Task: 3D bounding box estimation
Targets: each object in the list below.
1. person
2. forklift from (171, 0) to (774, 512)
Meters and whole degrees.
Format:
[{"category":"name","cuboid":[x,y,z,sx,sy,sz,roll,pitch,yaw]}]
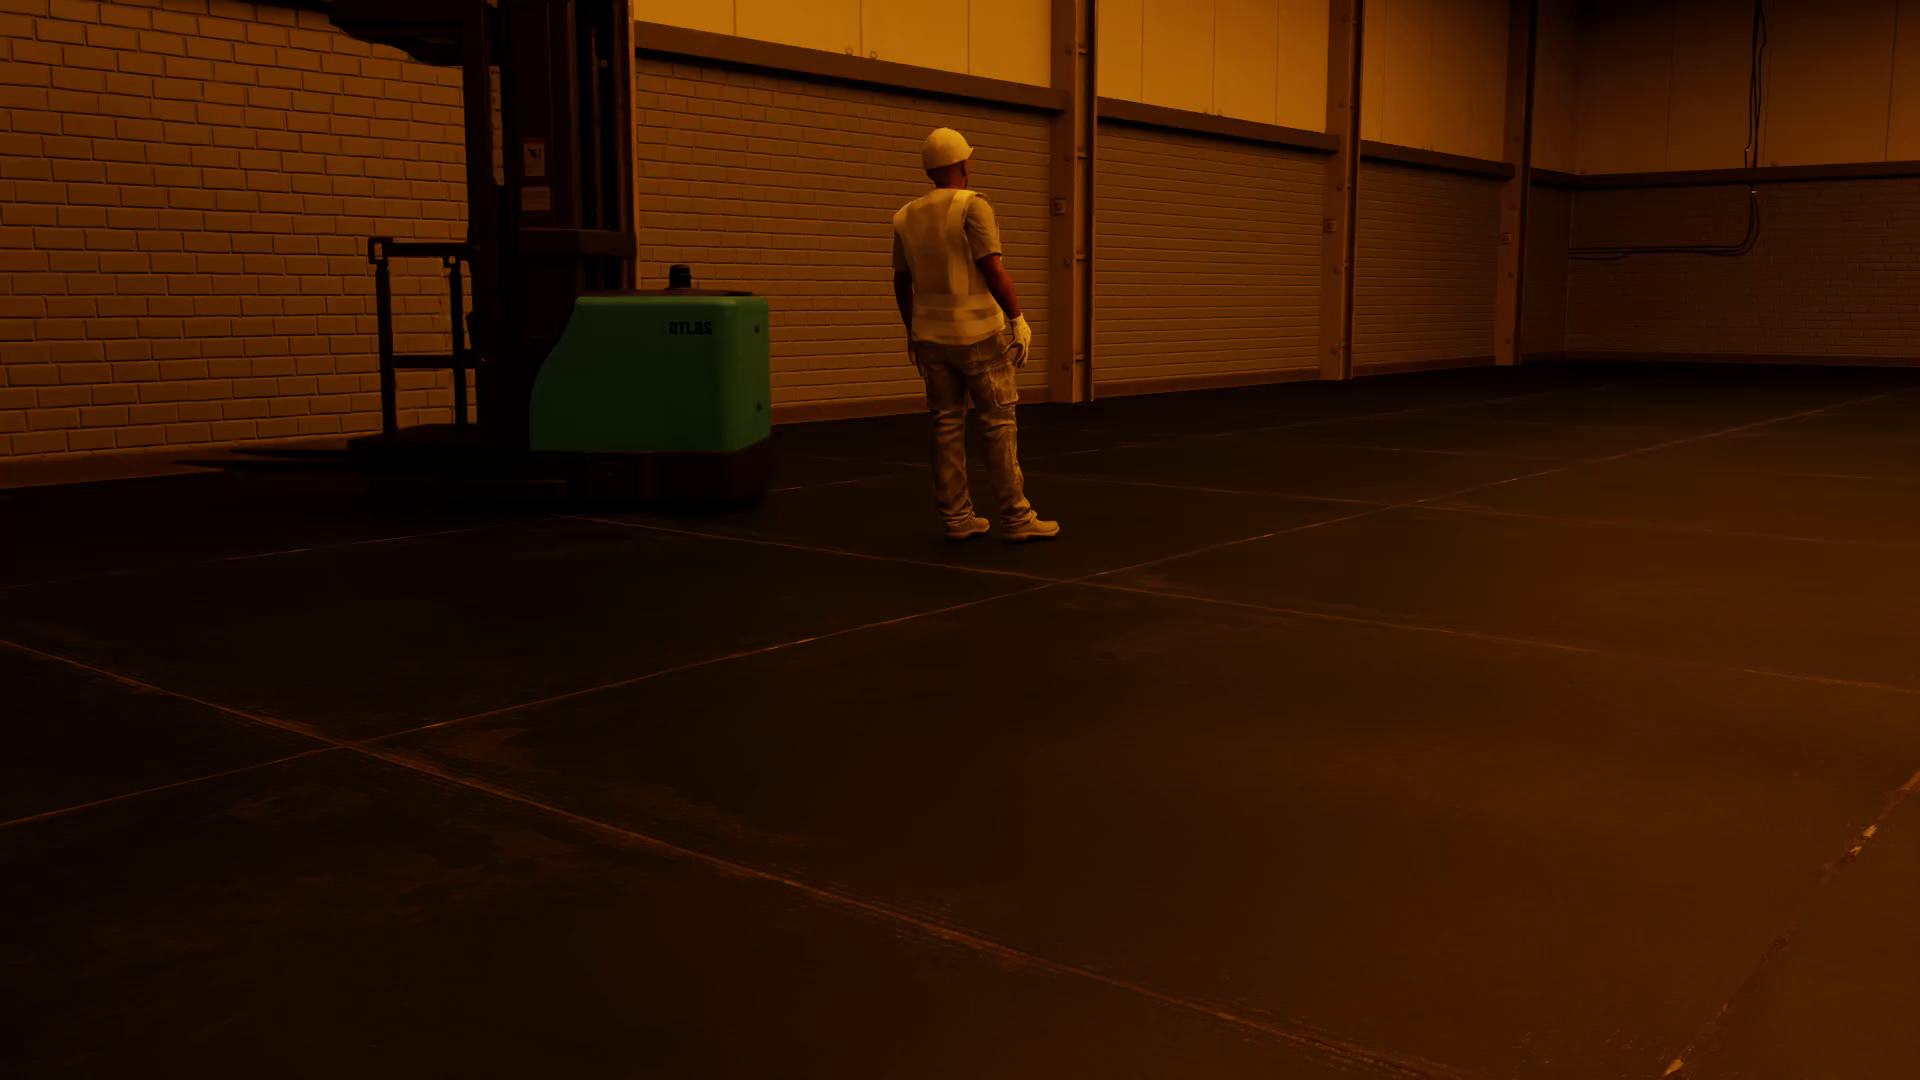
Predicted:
[{"category":"person","cuboid":[0.052,-0.897,7.324,0.656,1.782,0.577,7,11,38]},{"category":"forklift","cuboid":[-2.568,-1.668,8.683,3.031,2.935,1.130,1,8,4]}]
